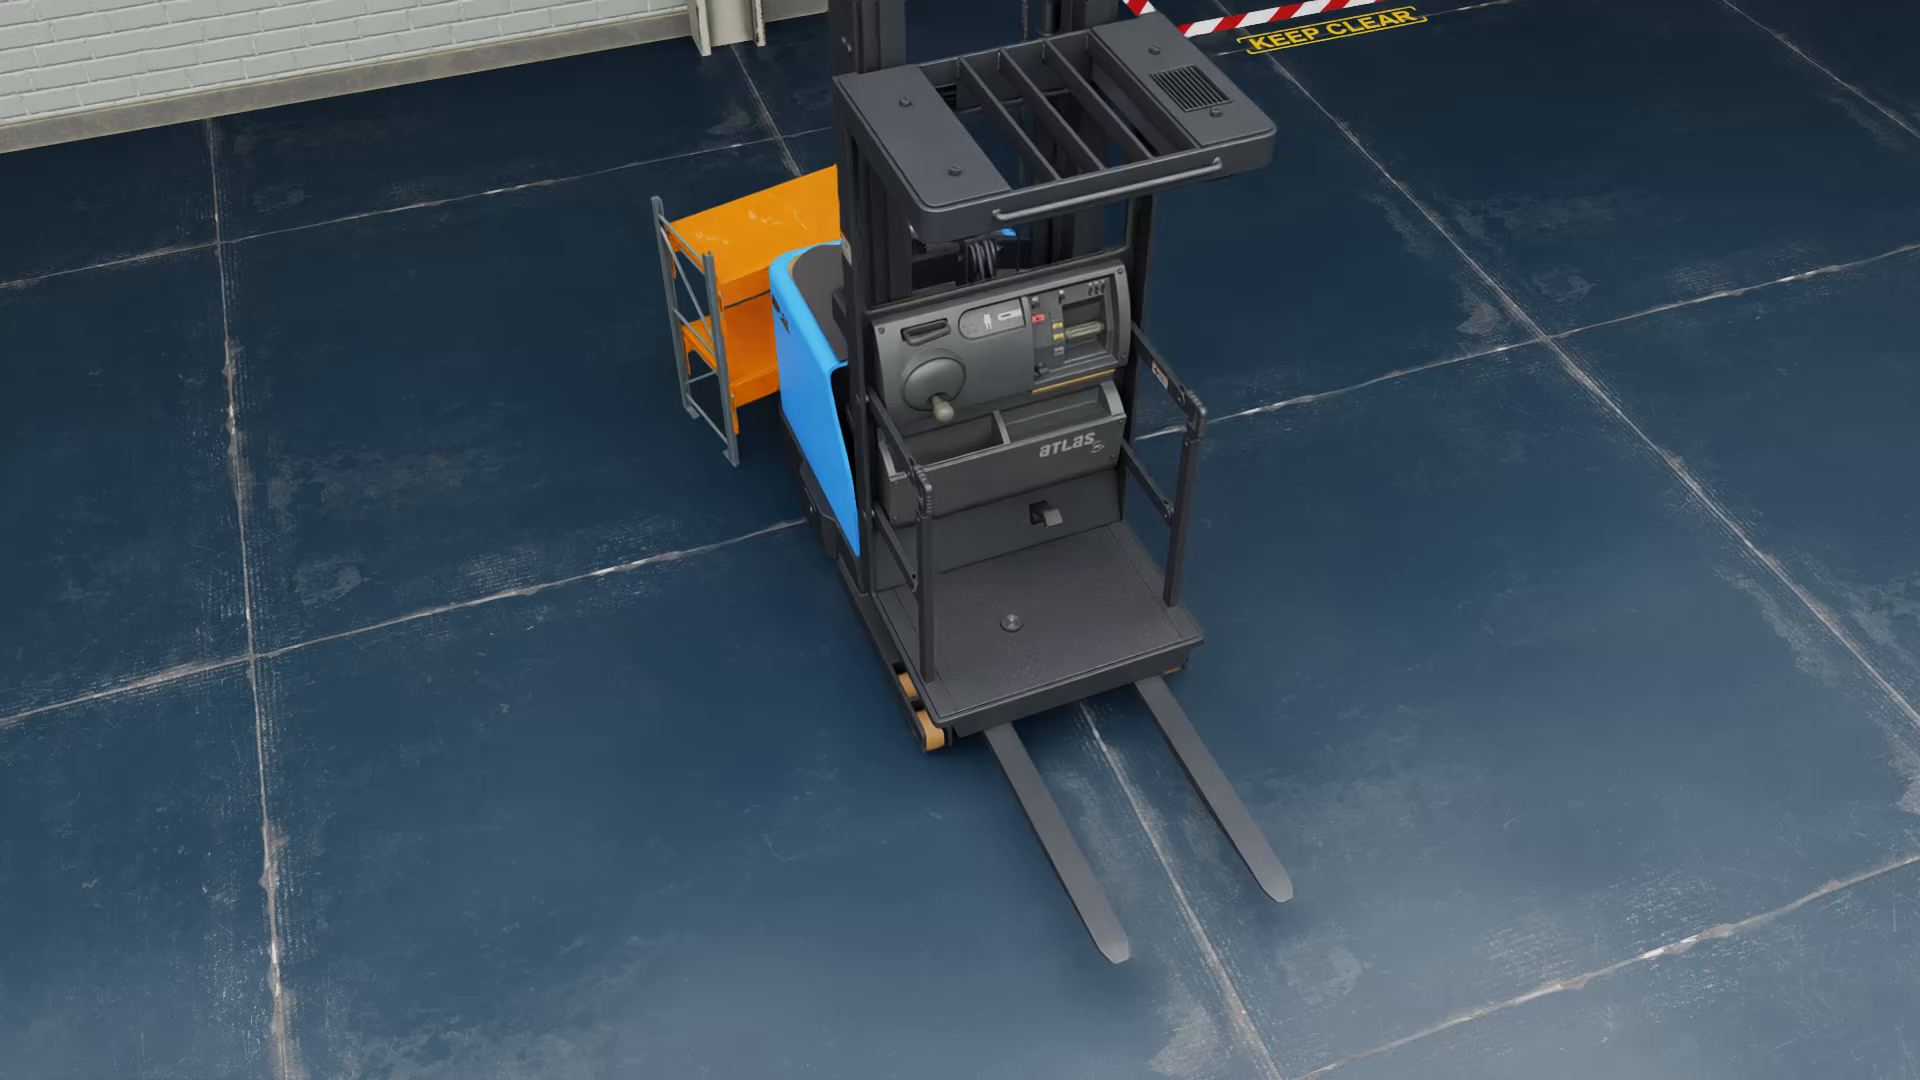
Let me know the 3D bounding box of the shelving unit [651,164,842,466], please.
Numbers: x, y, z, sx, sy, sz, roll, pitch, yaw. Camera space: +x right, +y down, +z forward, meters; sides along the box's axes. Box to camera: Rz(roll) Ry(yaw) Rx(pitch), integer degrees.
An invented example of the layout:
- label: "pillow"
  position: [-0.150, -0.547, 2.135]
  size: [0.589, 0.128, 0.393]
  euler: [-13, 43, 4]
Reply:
- label: "shelving unit"
  position: [-0.706, -1.078, 7.339]
  size: [1.048, 1.125, 0.538]
  euler: [-25, 50, -23]

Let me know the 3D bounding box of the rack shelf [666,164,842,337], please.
- label: "rack shelf"
  position: [-0.706, -1.284, 7.132]
  size: [1.000, 0.278, 0.538]
  euler: [-25, 50, -23]

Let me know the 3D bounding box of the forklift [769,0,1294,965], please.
- label: "forklift"
  position: [0.238, -0.586, 5.574]
  size: [1.130, 2.935, 3.031]
  euler: [-16, 47, -15]

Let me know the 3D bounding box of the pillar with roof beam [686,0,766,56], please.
- label: "pillar with roof beam"
  position: [0.054, -3.351, 4.046]
  size: [0.400, 9.000, 9.100]
  euler: [-14, 47, -14]

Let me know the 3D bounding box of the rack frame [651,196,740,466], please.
- label: "rack frame"
  position: [-1.130, -0.878, 7.141]
  size: [0.032, 1.125, 0.500]
  euler: [-25, 50, -23]

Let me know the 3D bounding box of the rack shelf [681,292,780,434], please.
- label: "rack shelf"
  position: [-0.706, -0.905, 7.512]
  size: [1.000, 0.278, 0.538]
  euler: [-25, 50, -23]
